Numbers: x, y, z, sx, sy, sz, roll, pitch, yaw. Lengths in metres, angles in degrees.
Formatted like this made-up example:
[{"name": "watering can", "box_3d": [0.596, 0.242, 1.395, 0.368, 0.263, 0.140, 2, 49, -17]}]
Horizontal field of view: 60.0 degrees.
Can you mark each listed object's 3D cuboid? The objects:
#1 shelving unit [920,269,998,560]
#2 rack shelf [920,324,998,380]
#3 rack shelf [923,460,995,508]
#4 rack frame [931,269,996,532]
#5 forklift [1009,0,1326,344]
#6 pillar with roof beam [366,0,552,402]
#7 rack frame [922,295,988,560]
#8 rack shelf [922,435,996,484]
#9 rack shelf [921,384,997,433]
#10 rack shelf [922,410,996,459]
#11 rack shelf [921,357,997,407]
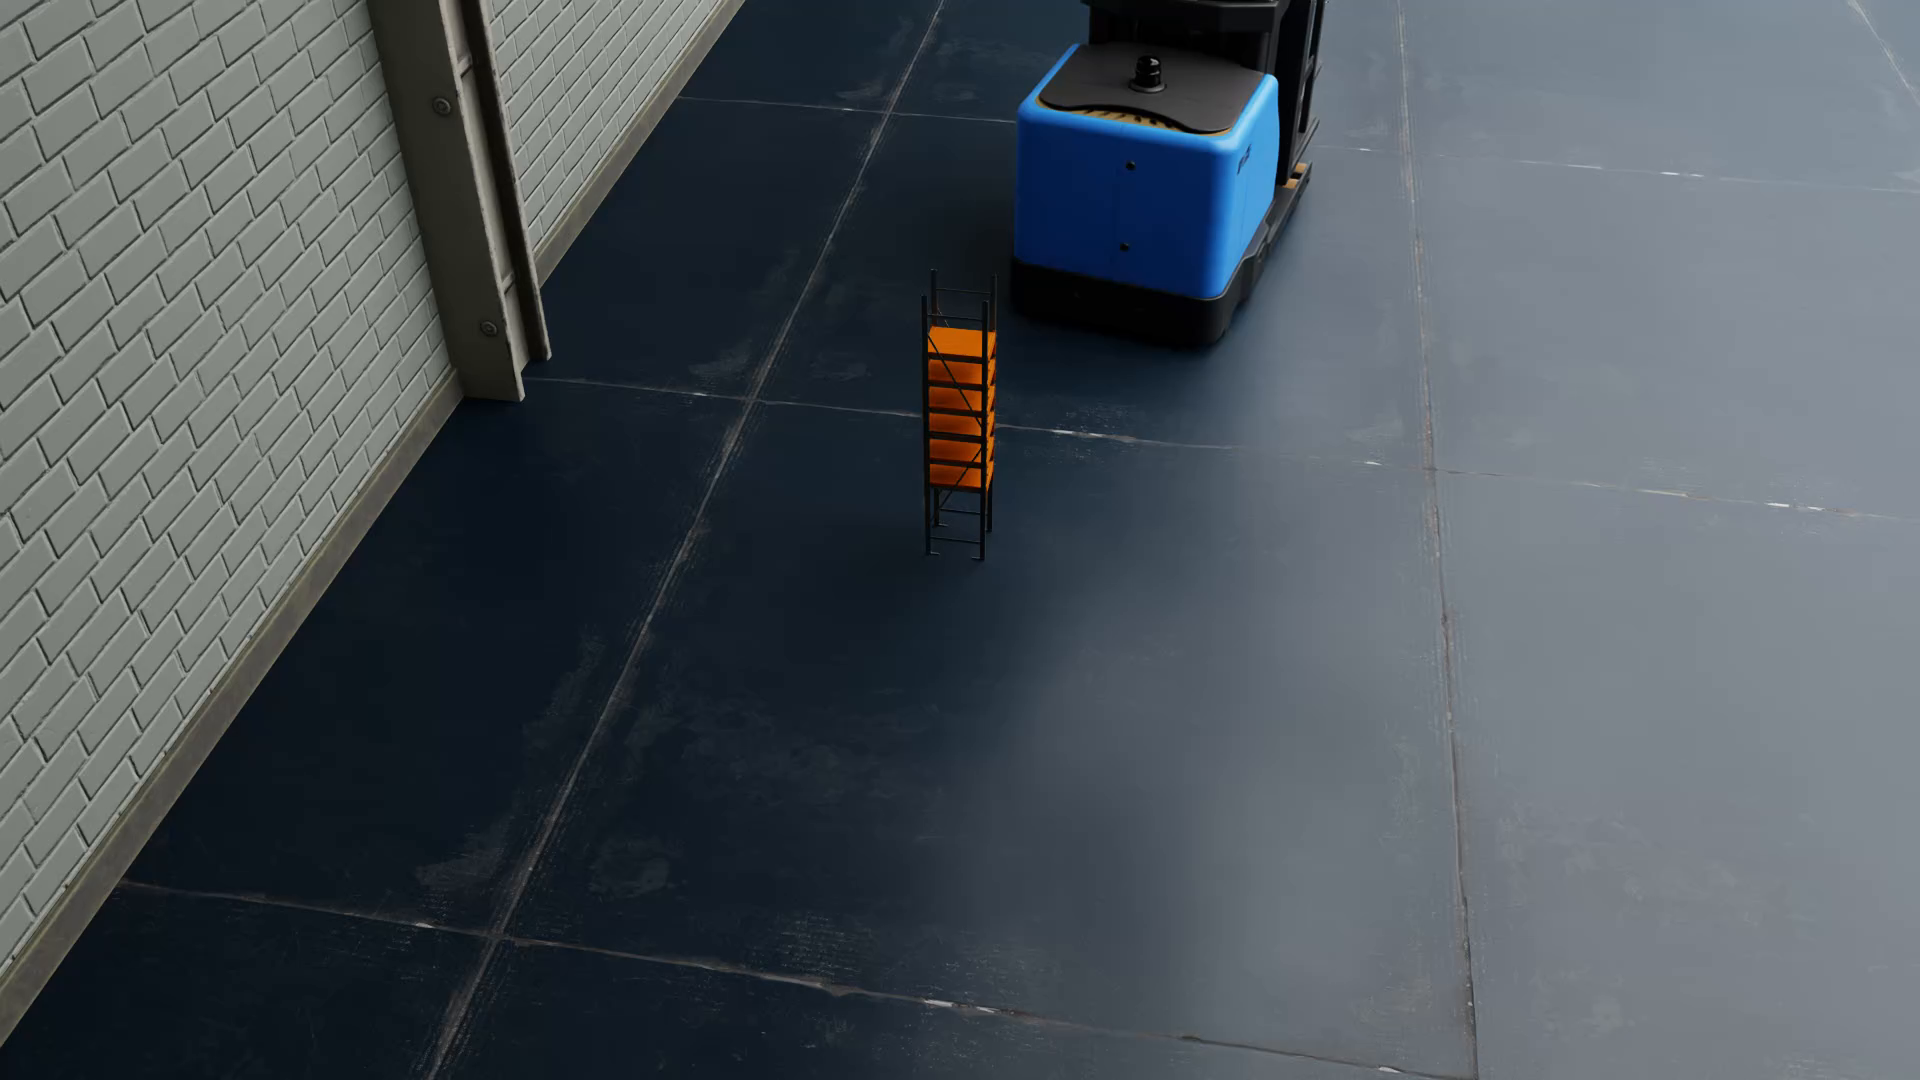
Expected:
[{"name": "shelving unit", "box_3d": [-0.002, -0.453, 6.357, 0.258, 1.200, 0.189, 6, 40, 8]}, {"name": "rack shelf", "box_3d": [-0.002, -0.697, 6.156, 0.258, 0.103, 0.180, 6, 40, 8]}, {"name": "rack shelf", "box_3d": [-0.003, -0.234, 6.538, 0.258, 0.103, 0.180, 6, 40, 8]}, {"name": "rack frame", "box_3d": [0.013, -0.511, 6.426, 0.240, 1.200, 0.006, 6, 40, 8]}, {"name": "forklift", "box_3d": [1.261, -2.984, 8.059, 1.130, 2.935, 3.031, 14, 42, 17]}, {"name": "pillar with roof beam", "box_3d": [2.140, -3.758, 4.233, 9.100, 9.000, 0.400, 6, 40, 8]}, {"name": "rack frame", "box_3d": [-0.018, -0.396, 6.287, 0.240, 1.200, 0.006, 6, 40, 8]}, {"name": "rack shelf", "box_3d": [-0.003, -0.327, 6.461, 0.258, 0.103, 0.180, 6, 40, 8]}, {"name": "rack shelf", "box_3d": [-0.002, -0.512, 6.309, 0.258, 0.103, 0.180, 6, 40, 8]}, {"name": "rack shelf", "box_3d": [-0.003, -0.419, 6.385, 0.258, 0.103, 0.180, 6, 40, 8]}, {"name": "rack shelf", "box_3d": [-0.002, -0.604, 6.232, 0.258, 0.103, 0.180, 6, 40, 8]}]
